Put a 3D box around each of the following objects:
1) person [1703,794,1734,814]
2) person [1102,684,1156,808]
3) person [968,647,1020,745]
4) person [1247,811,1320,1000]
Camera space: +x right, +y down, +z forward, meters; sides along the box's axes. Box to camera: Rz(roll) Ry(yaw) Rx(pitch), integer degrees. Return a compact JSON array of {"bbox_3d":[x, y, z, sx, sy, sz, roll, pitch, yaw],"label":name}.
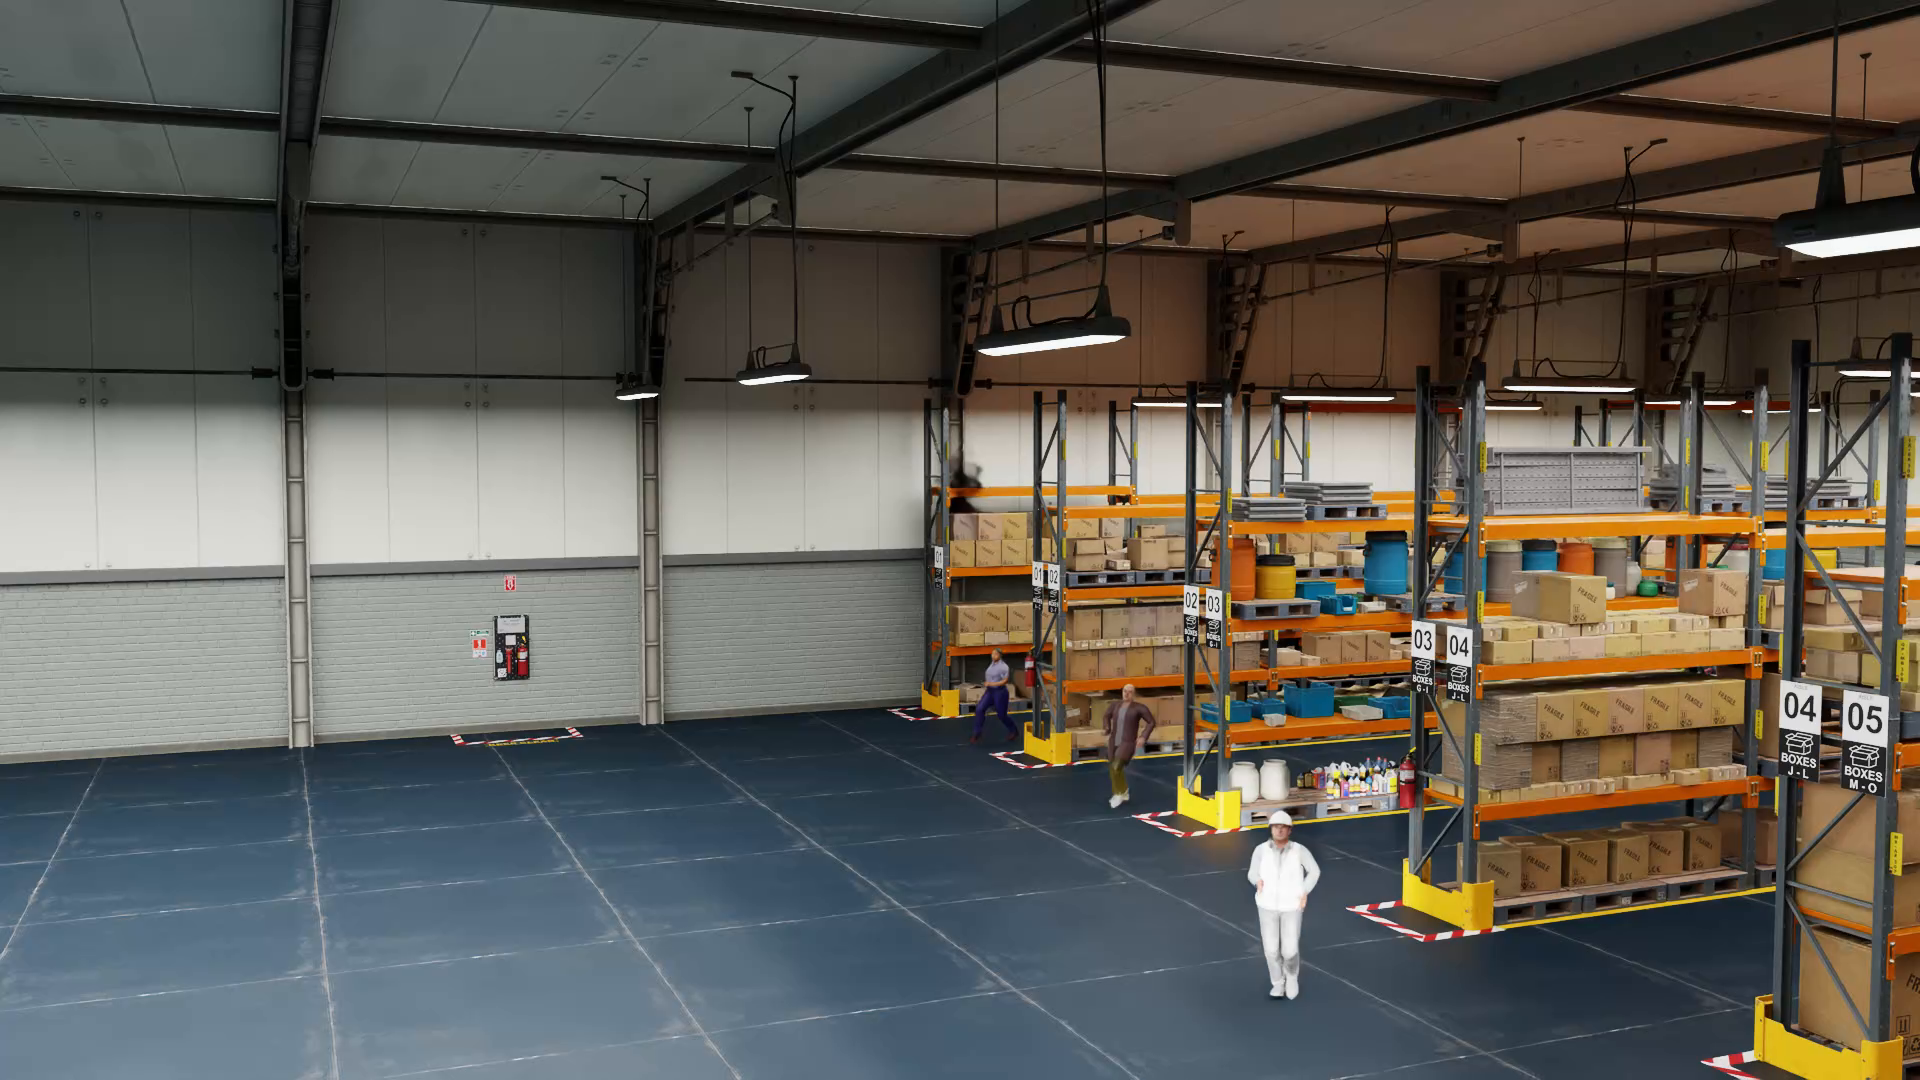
[{"bbox_3d":[10.505,2.966,23.082,0.694,1.710,0.580,-3,4,-38],"label":"person"},{"bbox_3d":[2.321,2.907,23.492,0.764,1.757,0.685,3,4,40],"label":"person"},{"bbox_3d":[0.629,2.673,28.483,0.877,1.678,0.608,-2,4,-35],"label":"person"},{"bbox_3d":[2.952,3.384,15.312,0.646,1.743,0.610,1,4,20],"label":"person"}]
